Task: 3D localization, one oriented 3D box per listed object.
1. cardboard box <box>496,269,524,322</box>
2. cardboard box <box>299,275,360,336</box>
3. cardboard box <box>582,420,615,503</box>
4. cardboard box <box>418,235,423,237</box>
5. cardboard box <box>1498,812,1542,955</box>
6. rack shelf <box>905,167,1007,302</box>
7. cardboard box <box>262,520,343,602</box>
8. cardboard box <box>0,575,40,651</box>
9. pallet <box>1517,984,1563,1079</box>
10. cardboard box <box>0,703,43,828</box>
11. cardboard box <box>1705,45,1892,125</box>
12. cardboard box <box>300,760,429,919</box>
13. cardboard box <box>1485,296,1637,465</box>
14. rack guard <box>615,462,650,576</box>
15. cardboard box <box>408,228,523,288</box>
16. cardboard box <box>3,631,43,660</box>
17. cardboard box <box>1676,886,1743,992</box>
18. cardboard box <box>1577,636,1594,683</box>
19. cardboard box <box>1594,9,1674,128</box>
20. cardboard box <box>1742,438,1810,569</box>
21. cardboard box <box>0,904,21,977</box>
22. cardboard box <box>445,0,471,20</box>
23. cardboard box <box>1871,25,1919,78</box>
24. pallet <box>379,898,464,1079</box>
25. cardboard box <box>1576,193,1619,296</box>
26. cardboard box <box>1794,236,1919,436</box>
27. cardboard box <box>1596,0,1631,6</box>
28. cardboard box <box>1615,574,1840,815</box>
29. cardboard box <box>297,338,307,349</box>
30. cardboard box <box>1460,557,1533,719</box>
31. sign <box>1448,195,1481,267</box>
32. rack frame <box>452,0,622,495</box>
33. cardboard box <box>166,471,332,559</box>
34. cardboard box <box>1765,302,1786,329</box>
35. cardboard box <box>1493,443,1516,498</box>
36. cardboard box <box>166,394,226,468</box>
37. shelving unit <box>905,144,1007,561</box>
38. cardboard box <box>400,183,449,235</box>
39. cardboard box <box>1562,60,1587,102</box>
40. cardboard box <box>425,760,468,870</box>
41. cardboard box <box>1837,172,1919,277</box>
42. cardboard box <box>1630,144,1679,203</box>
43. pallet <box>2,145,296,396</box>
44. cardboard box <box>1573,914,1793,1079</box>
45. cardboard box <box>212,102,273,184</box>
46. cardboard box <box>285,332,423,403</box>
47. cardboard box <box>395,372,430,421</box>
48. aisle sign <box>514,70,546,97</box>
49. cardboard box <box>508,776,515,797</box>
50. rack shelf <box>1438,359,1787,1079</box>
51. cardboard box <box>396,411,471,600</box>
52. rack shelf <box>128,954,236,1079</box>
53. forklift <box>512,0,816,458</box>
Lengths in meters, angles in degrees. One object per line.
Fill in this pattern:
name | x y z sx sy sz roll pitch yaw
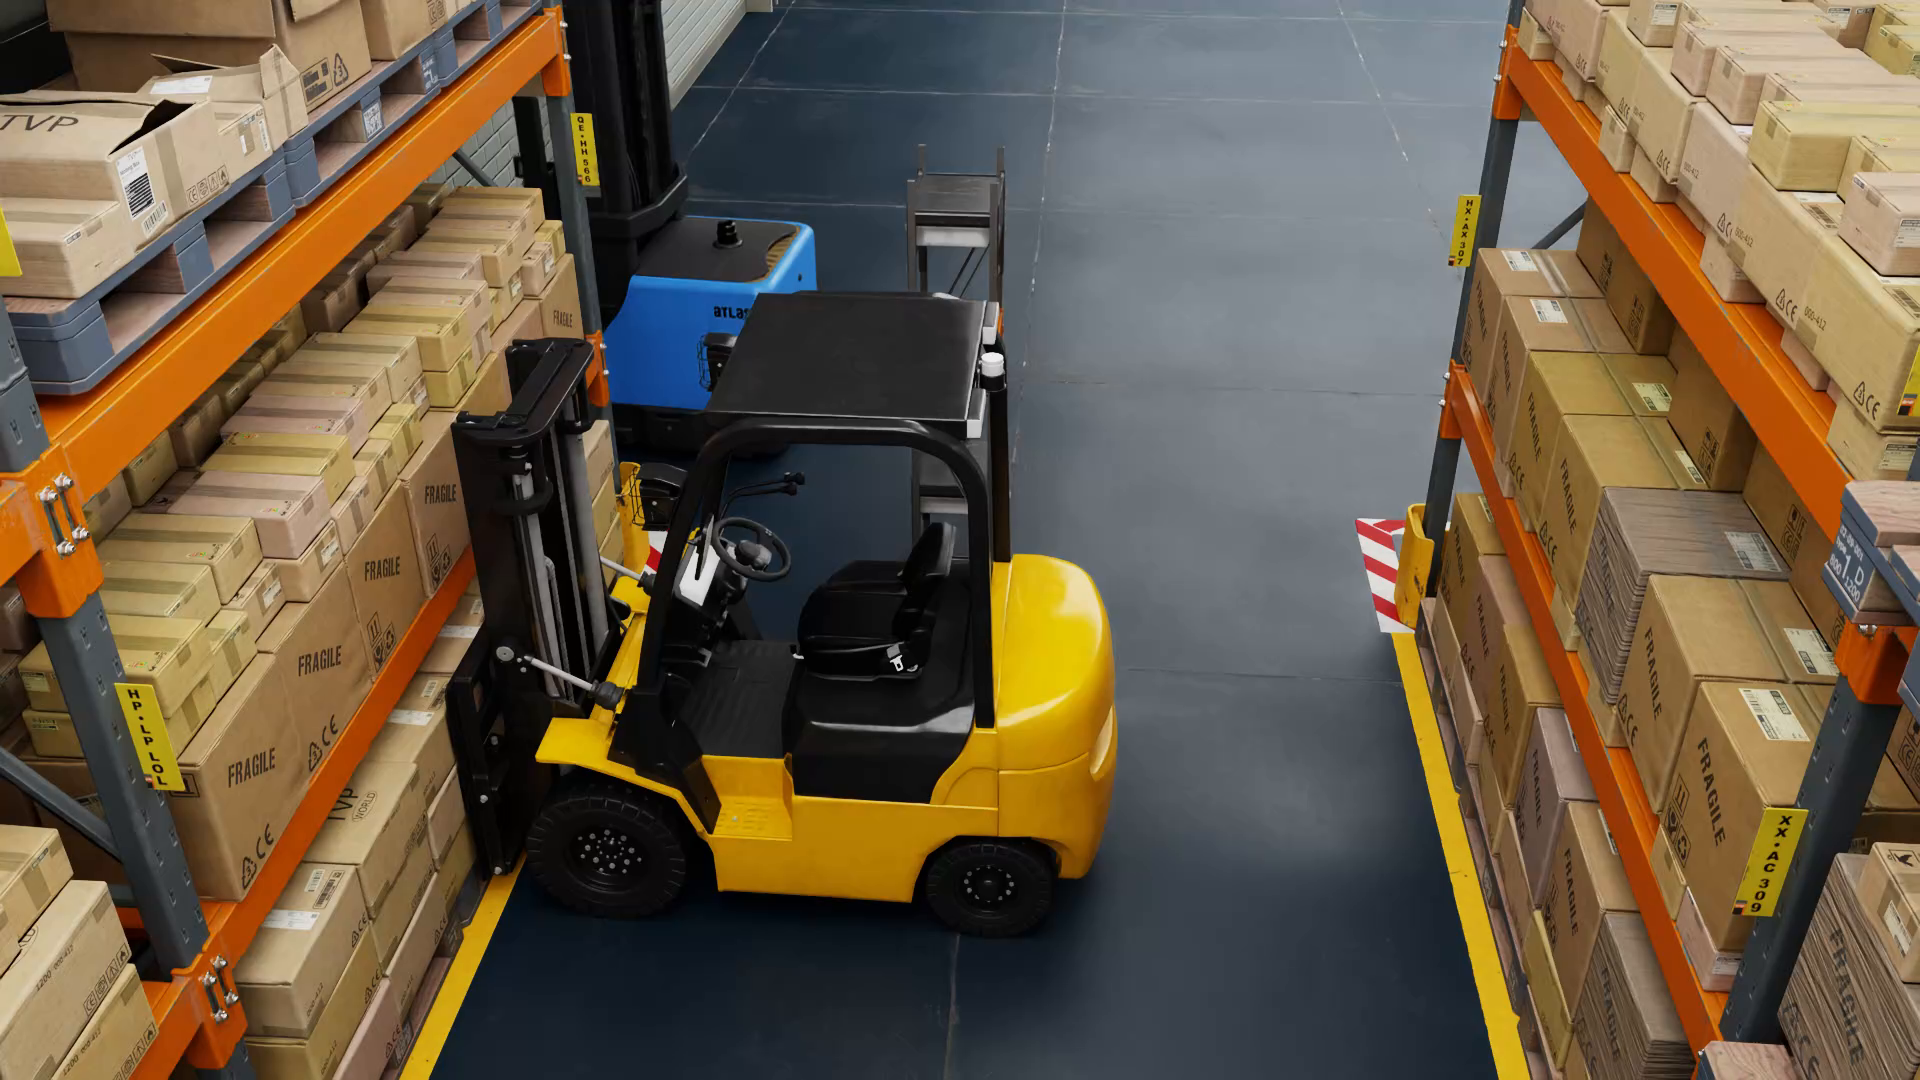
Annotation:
cardboard box | -2.026 -1.023 6.837 0.380 0.149 0.250 3 32 5
cardboard box | -2.537 -0.902 6.358 0.380 0.149 0.250 3 32 6
cardboard box | -1.930 -0.345 7.718 0.500 0.250 0.500 3 32 6
cardboard box | -2.489 -1.318 7.315 0.380 0.149 0.250 2 32 3
cardboard box | 2.278 1.263 6.062 0.500 0.250 0.500 3 32 5
rack shelf | -0.014 -1.392 7.699 0.431 0.518 0.480 2 32 4
cardboard box | -2.134 0.053 5.091 0.380 0.149 0.250 3 32 5
cardboard box | -2.742 0.172 4.615 0.380 0.149 0.250 2 32 3
pallet | 2.438 1.971 5.351 1.003 0.211 1.213 2 32 4
cardboard box | -2.762 0.637 4.761 0.500 0.500 0.500 2 32 4
cardboard box | 2.265 -1.229 4.506 0.380 0.149 0.250 3 32 5
cardboard box | -2.125 0.986 5.558 0.500 0.250 0.500 3 32 4
cardboard box | 2.390 -0.618 6.514 0.500 0.500 0.500 3 32 5
rack guard | -2.201 -0.114 8.458 1.175 0.500 0.348 2 32 4
cardboard box | -2.006 -1.146 6.753 0.380 0.149 0.250 3 32 5
cardboard box | -2.773 0.296 4.697 0.380 0.149 0.250 2 32 3
cardboard box | 2.141 1.062 4.407 0.380 0.149 0.250 2 32 3
cardboard box | 2.271 0.398 5.484 0.380 0.149 0.250 2 32 3
cardboard box | 2.370 -1.509 5.340 0.500 0.250 0.500 3 32 5
cardboard box | 2.802 -0.207 4.895 0.700 0.500 0.500 2 32 3
cardboard box | -2.338 0.932 3.666 0.380 0.149 0.250 2 32 3
cardboard box | -1.989 -2.027 5.954 0.396 0.266 0.258 3 32 4
cardboard box | 2.814 -1.340 4.686 0.380 0.149 0.250 3 32 5
pallet | -2.422 1.699 5.791 1.003 0.211 1.213 2 32 4
cardboard box | 2.920 -1.274 6.626 0.700 0.500 0.500 2 32 3
cardboard box | 2.186 -0.447 3.616 0.500 0.250 0.500 2 32 4
cardboard box | 2.331 -1.899 5.592 0.380 0.149 0.250 2 32 4
cardboard box | 2.242 0.455 4.774 0.500 0.500 0.500 3 32 6
cardboard box | -2.665 -0.648 6.229 0.380 0.149 0.250 4 32 6
cardboard box | 2.363 0.413 6.726 0.500 0.500 0.500 1 32 2
sign | 2.203 -1.347 7.251 0.100 0.325 0.005 2 32 4
rack frame | -2.203 -1.165 7.782 1.000 3.000 0.127 2 32 4
cardboard box | -2.141 -0.078 5.020 0.380 0.149 0.250 3 32 5
cardboard box | 2.313 -0.605 4.253 0.380 0.149 0.250 1 32 2
cardboard box | 2.335 -0.281 6.586 0.380 0.149 0.250 3 32 5
cardboard box | -2.668 -0.367 5.489 0.380 0.149 0.250 2 32 3
shelving unit | -0.013 -0.807 8.059 0.431 2.100 0.503 2 32 4
cardboard box | -2.444 -1.444 7.237 0.380 0.149 0.250 2 32 3
cardboard box | 2.406 -1.687 6.009 0.380 0.149 0.250 3 32 5
cardboard box | -2.090 0.940 6.110 0.500 0.250 0.500 2 32 4
cardboard box | 2.172 -0.687 3.627 0.380 0.149 0.250 2 32 3
cardboard box | 2.311 -1.150 5.138 0.380 0.149 0.250 2 32 3
pallet | -2.485 -0.760 4.349 1.003 0.211 1.213 2 32 4
cardboard box | 2.199 1.488 4.982 0.500 0.500 0.500 2 32 3
cardboard box | -2.127 -1.089 4.542 0.380 0.149 0.250 3 32 5
cardboard box | -2.141 -0.612 5.887 0.380 0.149 0.250 3 32 5
cardboard box | -2.142 -0.492 5.976 0.380 0.149 0.250 2 32 4
aisle sign | -1.905 -2.294 7.135 0.394 0.787 0.004 2 32 4
cardboard box | -2.046 0.879 6.685 0.500 0.250 0.500 3 32 6
rack shelf | 2.581 0.397 5.933 1.077 0.370 4.000 2 32 4
cardboard box | -2.104 -0.137 6.018 0.500 0.500 0.500 3 32 4
rack shelf | -2.692 2.278 2.879 1.077 0.370 4.000 2 32 4
forklift | -2.405 -2.074 9.322 3.031 2.935 1.130 5 32 8
